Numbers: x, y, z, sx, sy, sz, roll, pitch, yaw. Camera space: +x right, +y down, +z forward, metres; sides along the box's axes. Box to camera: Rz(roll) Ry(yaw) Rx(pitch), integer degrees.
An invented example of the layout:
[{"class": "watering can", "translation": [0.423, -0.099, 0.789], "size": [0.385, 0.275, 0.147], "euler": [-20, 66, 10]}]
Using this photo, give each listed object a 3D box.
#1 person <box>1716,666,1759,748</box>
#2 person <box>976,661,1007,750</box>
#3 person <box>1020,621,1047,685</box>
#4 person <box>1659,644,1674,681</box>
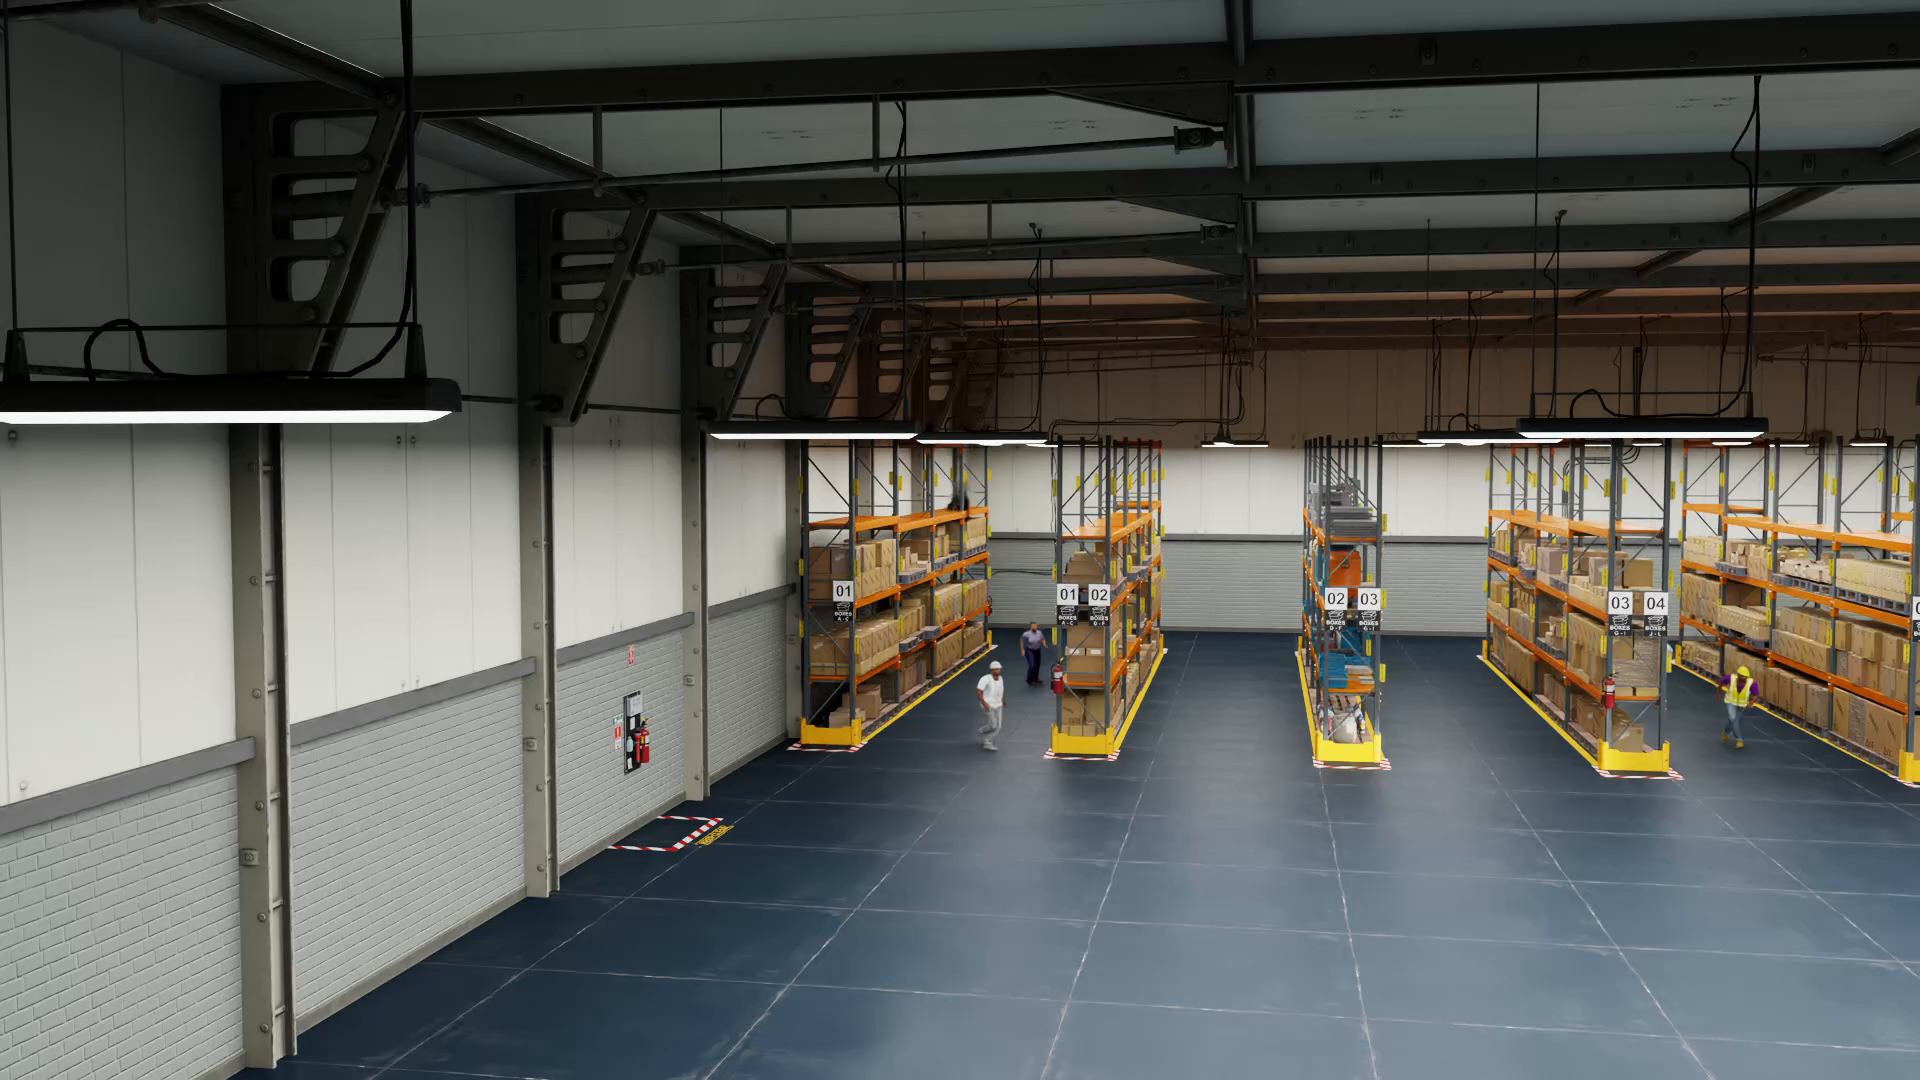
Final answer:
[{"class": "person", "translation": [14.960, 3.163, 32.048], "size": [0.701, 1.568, 1.104], "euler": [1, 3, 12]}, {"class": "person", "translation": [0.575, 3.156, 31.782], "size": [0.701, 1.701, 0.591], "euler": [-2, 4, -39]}, {"class": "person", "translation": [1.833, 2.781, 40.622], "size": [0.648, 1.623, 0.791], "euler": [-2, 4, -31]}, {"class": "person", "translation": [15.914, 2.893, 37.961], "size": [0.666, 1.573, 0.985], "euler": [1, 3, 20]}]
